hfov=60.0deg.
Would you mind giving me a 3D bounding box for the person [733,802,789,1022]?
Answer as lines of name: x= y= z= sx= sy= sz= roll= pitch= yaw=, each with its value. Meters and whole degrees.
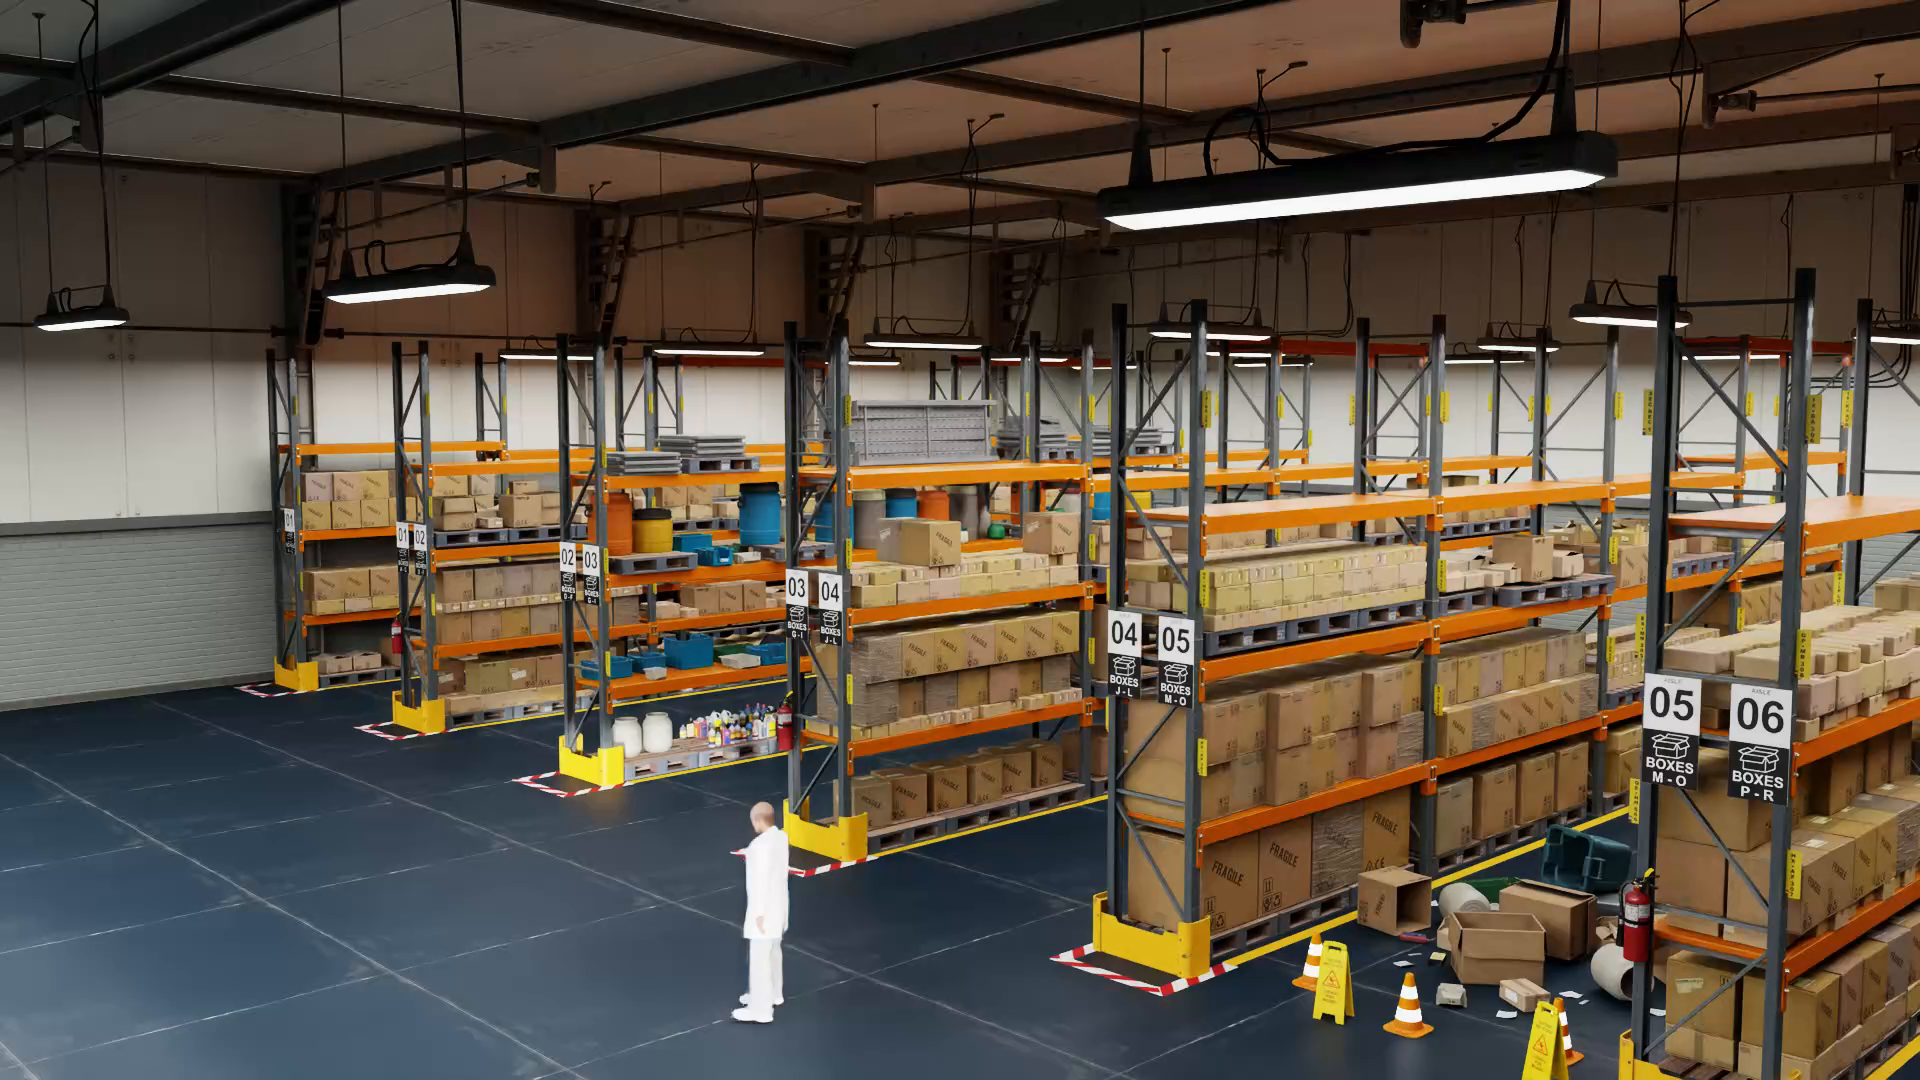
person: x=-1.675 y=3.069 z=13.907 sx=0.455 sy=1.774 sz=0.632 roll=1 pitch=5 yaw=11
